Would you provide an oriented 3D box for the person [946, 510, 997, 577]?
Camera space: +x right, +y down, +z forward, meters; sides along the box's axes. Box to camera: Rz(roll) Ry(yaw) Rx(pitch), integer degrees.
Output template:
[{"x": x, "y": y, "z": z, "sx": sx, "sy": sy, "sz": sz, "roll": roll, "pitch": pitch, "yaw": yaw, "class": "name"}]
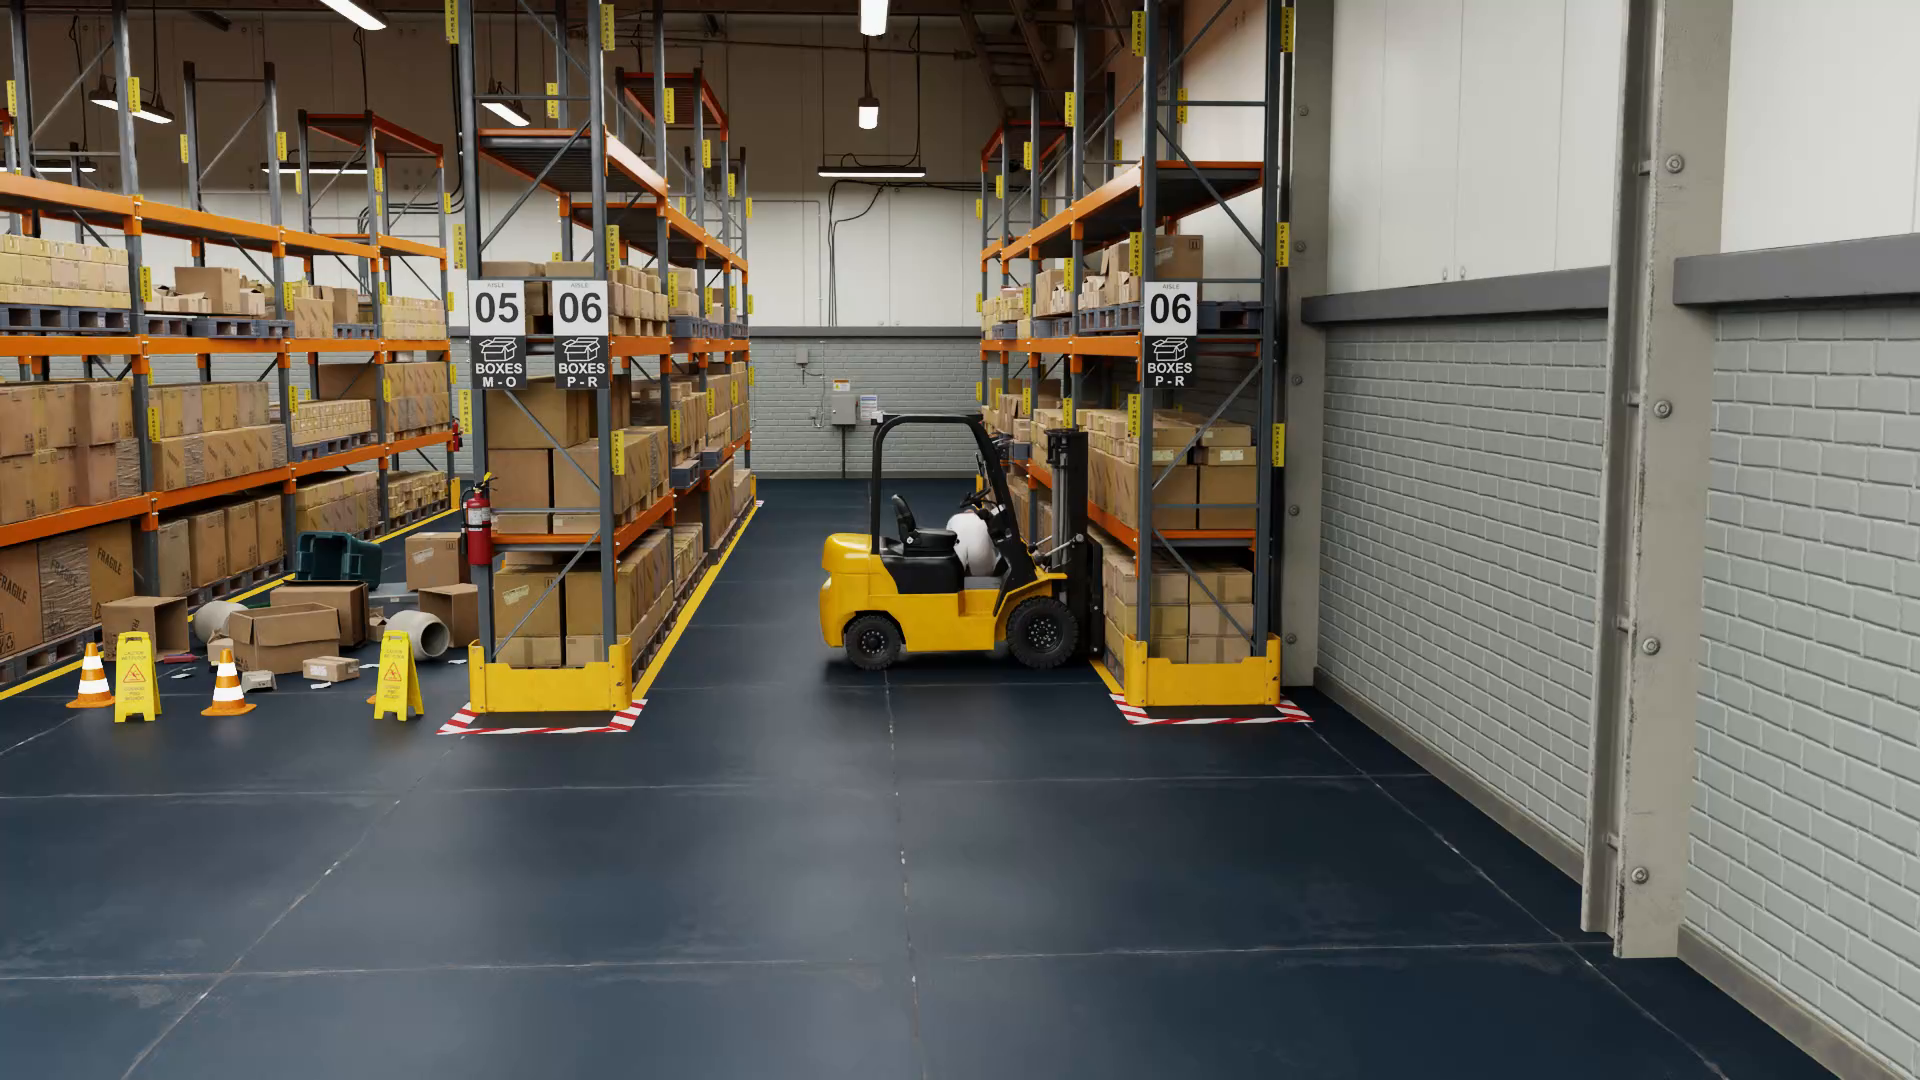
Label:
[{"x": 0.094, "y": 0.244, "z": 16.888, "sx": 0.594, "sy": 1.037, "sz": 0.941, "roll": 0, "pitch": 7, "yaw": 4, "class": "person"}]
